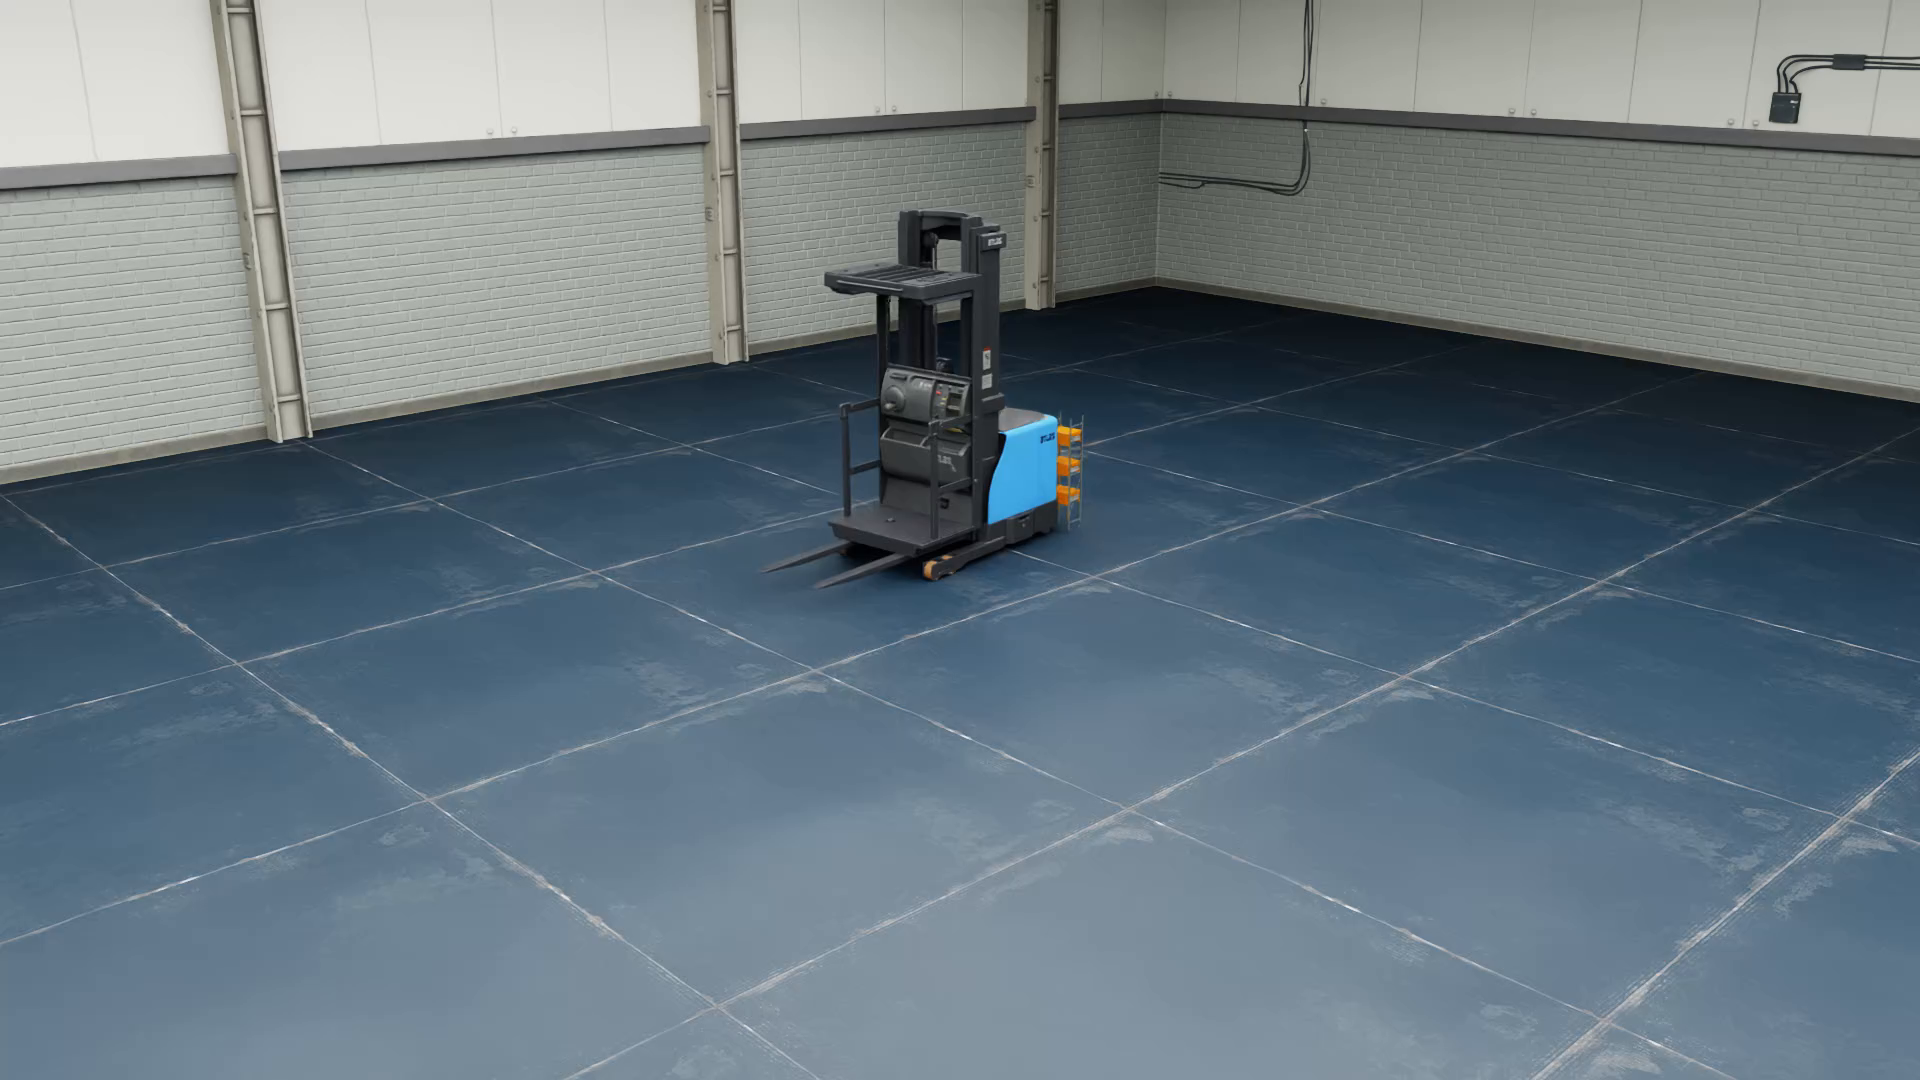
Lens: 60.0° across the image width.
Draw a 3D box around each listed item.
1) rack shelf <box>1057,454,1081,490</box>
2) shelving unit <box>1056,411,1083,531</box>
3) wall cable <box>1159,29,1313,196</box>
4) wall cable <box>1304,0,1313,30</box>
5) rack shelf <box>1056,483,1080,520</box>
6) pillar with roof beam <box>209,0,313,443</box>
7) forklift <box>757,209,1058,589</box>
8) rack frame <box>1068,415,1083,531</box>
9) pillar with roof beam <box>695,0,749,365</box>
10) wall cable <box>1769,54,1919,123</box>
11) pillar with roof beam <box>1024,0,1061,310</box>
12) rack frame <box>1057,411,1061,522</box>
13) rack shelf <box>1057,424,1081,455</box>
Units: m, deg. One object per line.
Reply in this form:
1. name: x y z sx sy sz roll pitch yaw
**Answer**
1. rack shelf: 0.958 -0.622 15.235 0.240 0.259 0.215 14 23 37
2. shelving unit: 0.958 -0.632 15.232 0.252 1.050 0.215 14 23 37
3. wall cable: 4.313 -6.817 26.454 0.112 2.526 3.097 -16 24 -41
4. wall cable: 6.171 -8.613 23.805 0.112 2.526 3.097 -16 24 -41
5. rack shelf: 0.958 -0.358 15.321 0.240 0.259 0.215 14 23 37
6. pillar with roof beam: -4.498 -4.458 14.145 0.400 9.000 9.100 -16 24 -41
7. forklift: -0.430 -1.226 14.014 1.130 2.935 3.031 14 23 37
8. rack frame: 1.053 -0.608 15.159 0.008 1.050 0.200 14 23 37
9. pillar with roof beam: -0.138 -5.730 18.066 0.400 9.000 9.100 -16 24 -41
10. wall cable: 10.824 -7.781 18.878 0.169 6.003 2.305 -16 24 -41
11. pillar with roof beam: 4.221 -7.001 21.988 0.400 9.000 9.100 -16 24 -41
12. rack frame: 0.863 -0.656 15.305 0.008 1.050 0.200 14 23 37
13. rack shelf: 0.958 -0.892 15.148 0.240 0.259 0.215 14 23 37
